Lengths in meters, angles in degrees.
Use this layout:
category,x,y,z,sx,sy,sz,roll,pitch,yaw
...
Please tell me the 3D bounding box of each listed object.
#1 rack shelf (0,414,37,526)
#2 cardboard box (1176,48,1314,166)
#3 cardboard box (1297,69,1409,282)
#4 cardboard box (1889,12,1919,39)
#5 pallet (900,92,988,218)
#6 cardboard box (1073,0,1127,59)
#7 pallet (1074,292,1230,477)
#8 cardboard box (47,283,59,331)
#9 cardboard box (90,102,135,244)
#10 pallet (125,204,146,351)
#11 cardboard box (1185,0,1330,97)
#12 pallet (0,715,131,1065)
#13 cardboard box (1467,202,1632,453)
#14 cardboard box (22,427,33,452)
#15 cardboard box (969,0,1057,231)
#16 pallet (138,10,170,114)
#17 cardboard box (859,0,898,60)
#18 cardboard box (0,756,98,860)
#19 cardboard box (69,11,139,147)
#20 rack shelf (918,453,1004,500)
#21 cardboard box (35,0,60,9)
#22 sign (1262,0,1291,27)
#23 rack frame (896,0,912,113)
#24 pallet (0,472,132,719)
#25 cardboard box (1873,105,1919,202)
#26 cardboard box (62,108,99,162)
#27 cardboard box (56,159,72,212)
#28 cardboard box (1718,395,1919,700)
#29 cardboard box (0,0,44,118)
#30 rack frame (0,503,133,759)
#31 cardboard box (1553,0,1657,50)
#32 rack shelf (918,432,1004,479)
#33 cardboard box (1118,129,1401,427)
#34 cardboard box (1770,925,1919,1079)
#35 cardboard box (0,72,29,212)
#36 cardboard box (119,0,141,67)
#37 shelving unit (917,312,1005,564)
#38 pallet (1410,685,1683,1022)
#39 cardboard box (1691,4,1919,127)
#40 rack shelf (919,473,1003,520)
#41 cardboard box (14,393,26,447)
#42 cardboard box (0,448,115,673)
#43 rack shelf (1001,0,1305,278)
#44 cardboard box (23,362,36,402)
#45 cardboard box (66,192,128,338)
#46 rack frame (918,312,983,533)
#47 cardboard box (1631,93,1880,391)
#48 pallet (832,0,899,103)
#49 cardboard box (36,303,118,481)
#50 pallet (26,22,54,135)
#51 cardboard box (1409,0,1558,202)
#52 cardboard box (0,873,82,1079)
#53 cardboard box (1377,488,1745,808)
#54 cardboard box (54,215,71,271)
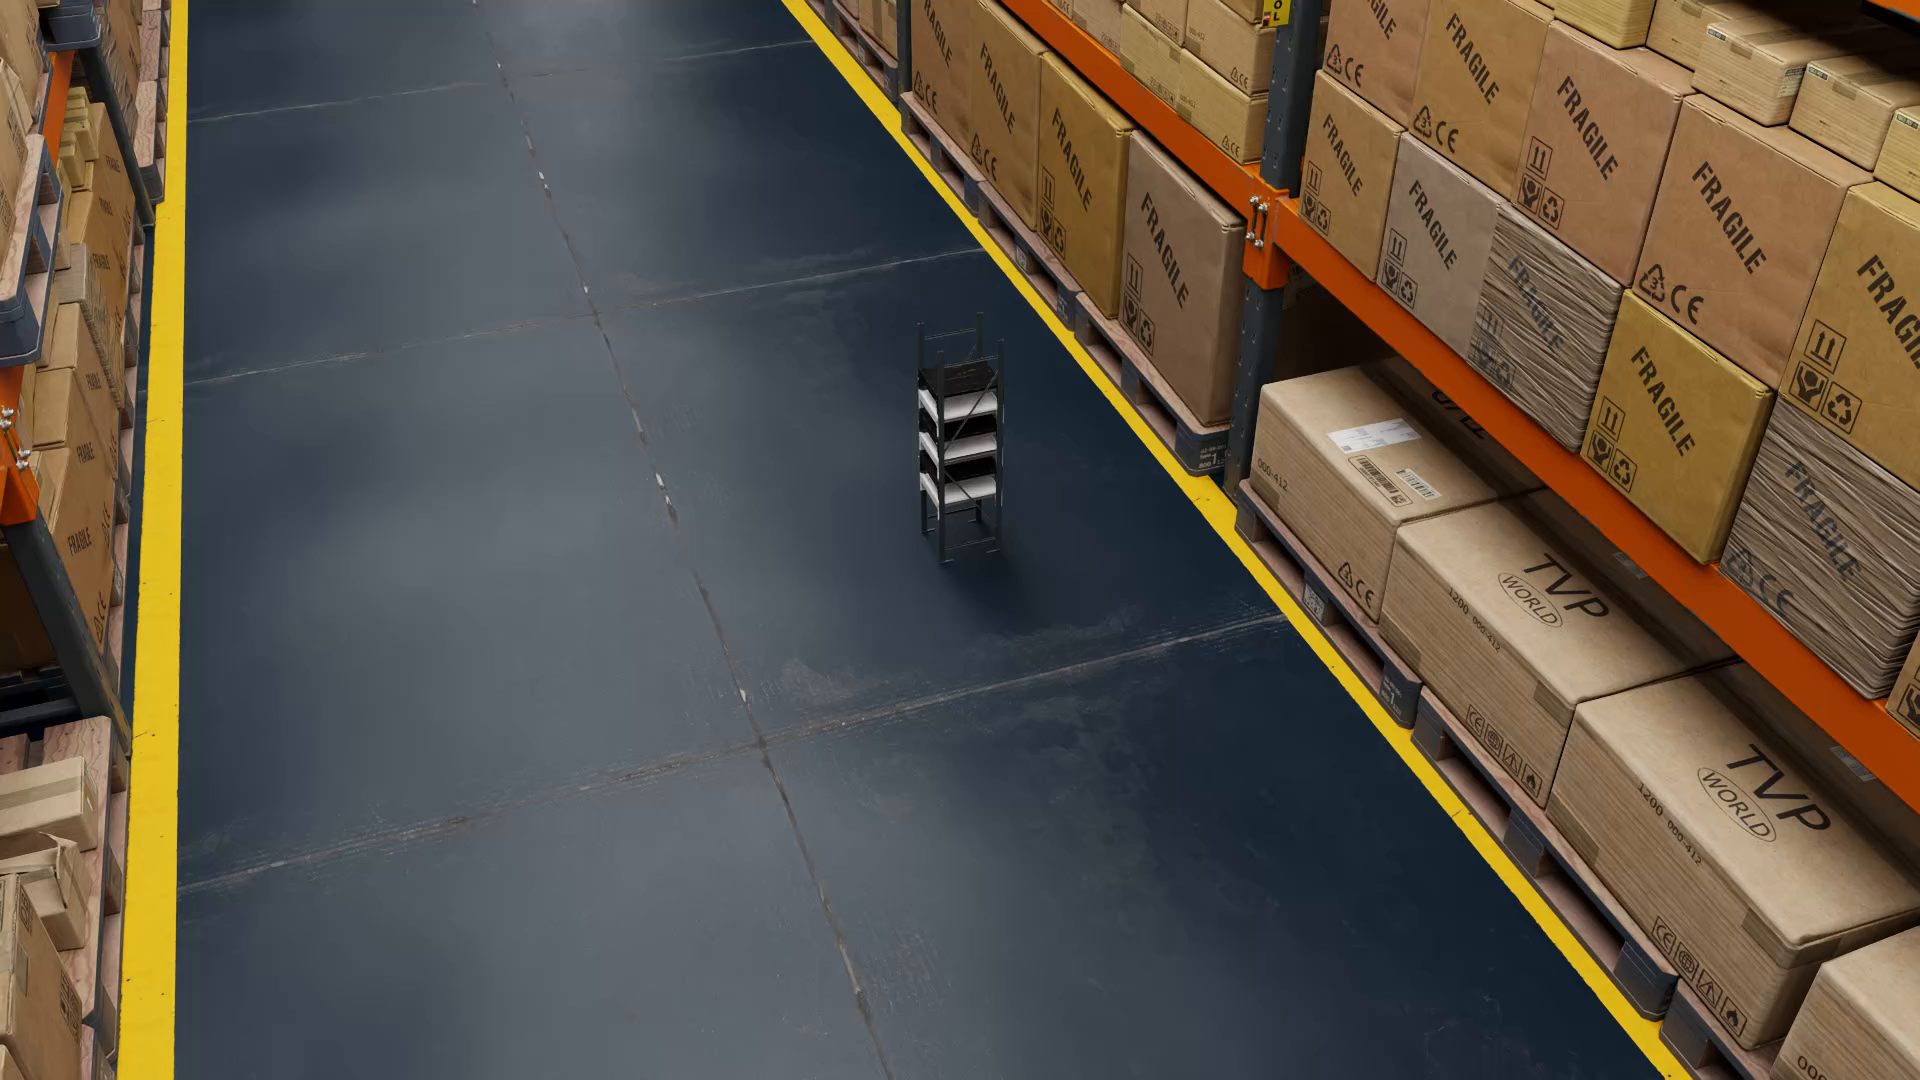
category,x,y,z,sx,sy,sz,roll,pitch,yaw
rack shelf,-2.456,0.985,3.047,1.077,0.370,4.000,-12,39,-16
cardboard box,1.124,-1.603,6.010,0.500,0.250,0.500,-13,39,-17
cardboard box,1.431,-1.183,5.244,0.500,0.500,0.500,-11,38,-14
cardboard box,2.399,-1.181,3.872,0.380,0.149,0.250,-12,39,-16
pallet,0.339,-2.147,8.925,1.003,0.211,1.213,-12,39,-16
cardboard box,0.794,-2.180,6.776,0.500,0.250,0.500,-13,39,-17
pallet,1.179,-0.768,7.095,1.003,0.211,1.213,-12,39,-16
cardboard box,-3.526,-0.843,6.065,0.380,0.149,0.250,-11,38,-14
cardboard box,-4.173,-1.667,7.698,0.500,0.500,0.500,-11,38,-15
pallet,-4.299,-1.148,7.599,1.003,0.211,1.213,-12,39,-16
cardboard box,1.135,-1.800,5.856,0.500,0.250,0.500,-12,39,-16
pallet,-2.908,1.070,4.654,1.003,0.211,1.213,-12,39,-16
cardboard box,1.765,-0.615,4.490,0.500,0.500,0.500,-12,39,-16
cardboard box,-3.185,-0.259,5.290,0.380,0.149,0.250,-13,39,-17
cardboard box,0.602,-2.128,8.000,0.875,0.875,0.875,-12,39,-15
pallet,-5.183,-2.739,9.711,1.003,0.211,1.213,-12,39,-16
cardboard box,-0.046,-3.161,9.788,0.950,0.372,0.625,-15,40,-19
cardboard box,-2.676,0.793,4.725,0.380,0.149,0.250,-14,39,-17
cardboard box,-4.722,-2.266,8.390,0.875,0.625,0.625,-11,38,-15
rack shelf,0.003,-0.256,6.047,0.258,0.077,0.200,-12,39,-16
cardboard box,-3.853,-2.271,6.547,0.500,0.250,0.500,-14,39,-18
sign,1.009,-1.775,5.217,0.100,0.325,0.005,-12,39,-16
rack frame,0.139,-3.722,8.698,1.000,3.000,0.127,-12,39,-16
pallet,-3.459,0.230,5.769,1.003,0.211,1.213,-12,39,-16
cardboard box,2.090,-0.771,3.328,0.380,0.149,0.250,-12,38,-15
cardboard box,-3.990,-1.746,7.264,0.380,0.149,0.250,-14,39,-18
cardboard box,-3.892,-1.429,6.844,0.380,0.149,0.250,-11,38,-15
cardboard box,2.133,-0.035,3.720,0.500,0.500,0.500,-11,38,-15
cardboard box,-3.549,-1.695,5.575,0.700,0.500,0.500,-13,39,-16
rack frame,-3.144,-0.432,4.331,1.000,3.000,0.127,-12,39,-16
cardboard box,1.703,-1.342,4.085,0.380,0.149,0.250,-14,39,-17
rack shelf,0.003,-0.328,5.993,0.258,0.077,0.200,-12,39,-16
cardboard box,1.227,-1.115,6.654,0.875,0.875,0.875,-11,38,-15
cardboard box,2.571,1.301,3.810,0.875,0.438,0.875,-14,39,-17
cardboard box,-3.279,-1.252,4.987,0.700,0.500,0.500,-12,39,-15
cardboard box,-5.186,-3.014,9.383,0.875,0.625,0.625,-14,39,-18
shelving unit,0.003,-0.355,5.973,0.258,0.900,0.210,-12,39,-16
pallet,2.127,0.788,5.028,1.003,0.211,1.213,-12,39,-16
cardboard box,1.887,-1.064,3.716,0.380,0.149,0.250,-12,39,-16
rack shelf,0.003,-0.184,6.102,0.258,0.077,0.200,-12,39,-16
cardboard box,-3.152,-0.374,5.195,0.380,0.149,0.250,-14,39,-18
cardboard box,-3.099,0.079,5.381,0.500,0.500,0.500,-11,38,-14
rack shelf,0.827,-2.304,7.414,1.077,0.370,4.000,-12,39,-16
cardboard box,-3.391,-0.553,5.681,0.380,0.149,0.250,-13,39,-17
cardboard box,-3.828,-1.087,6.928,0.500,0.500,0.500,-11,38,-14
rack frame,-0.032,-0.412,6.049,0.240,0.900,0.006,-12,39,-16
cardboard box,1.957,-0.718,3.796,0.500,0.500,0.500,-13,39,-16
pallet,-0.129,-3.049,10.123,1.003,0.211,1.213,-12,39,-16
cardboard box,-3.459,-0.503,6.153,0.500,0.500,0.500,-14,39,-17
pallet,-3.847,-1.517,5.931,1.003,0.211,1.213,-12,39,-16
cardboard box,1.620,-1.295,4.563,0.500,0.500,0.500,-13,39,-17
cardboard box,-2.504,1.216,3.871,0.700,0.500,0.500,-14,39,-18
cardboard box,1.939,0.276,5.171,0.875,0.438,0.875,-14,39,-17
cardboard box,-3.683,-1.139,6.458,0.380,0.149,0.250,-14,39,-18
